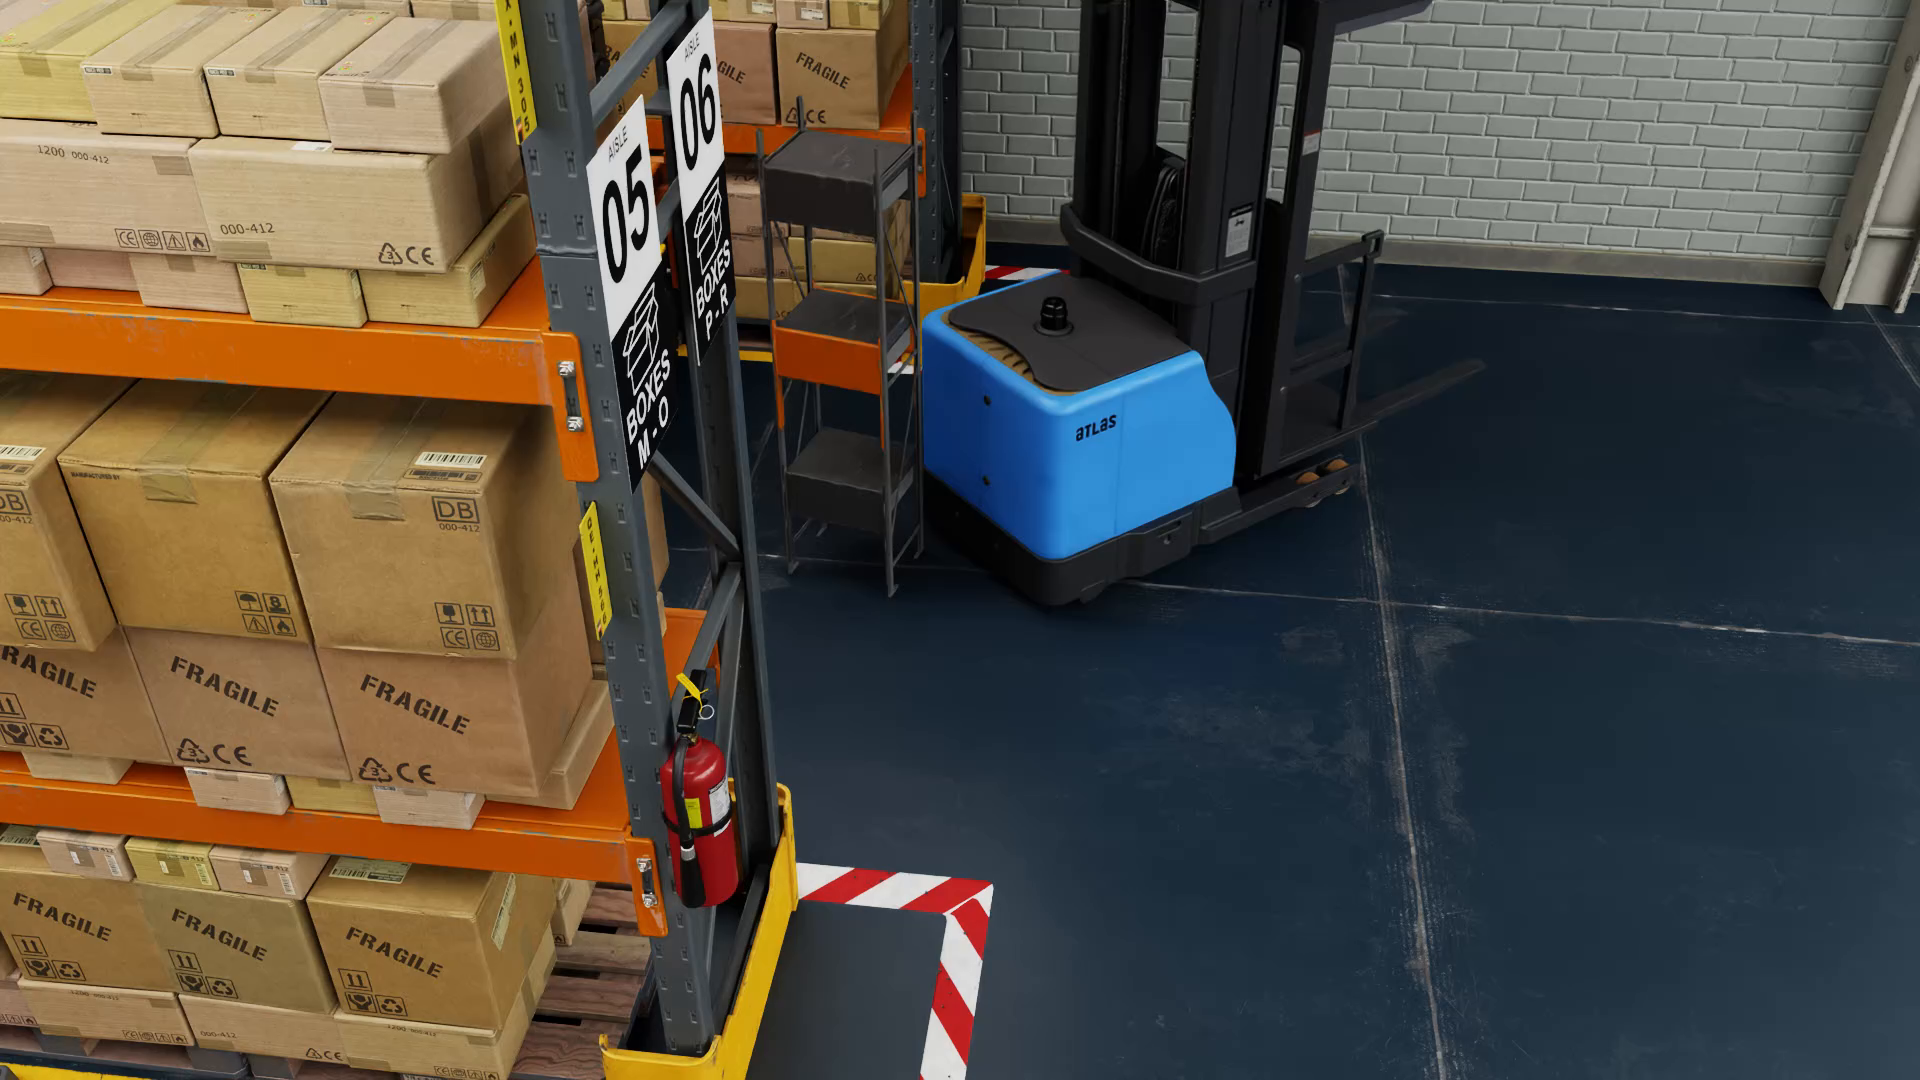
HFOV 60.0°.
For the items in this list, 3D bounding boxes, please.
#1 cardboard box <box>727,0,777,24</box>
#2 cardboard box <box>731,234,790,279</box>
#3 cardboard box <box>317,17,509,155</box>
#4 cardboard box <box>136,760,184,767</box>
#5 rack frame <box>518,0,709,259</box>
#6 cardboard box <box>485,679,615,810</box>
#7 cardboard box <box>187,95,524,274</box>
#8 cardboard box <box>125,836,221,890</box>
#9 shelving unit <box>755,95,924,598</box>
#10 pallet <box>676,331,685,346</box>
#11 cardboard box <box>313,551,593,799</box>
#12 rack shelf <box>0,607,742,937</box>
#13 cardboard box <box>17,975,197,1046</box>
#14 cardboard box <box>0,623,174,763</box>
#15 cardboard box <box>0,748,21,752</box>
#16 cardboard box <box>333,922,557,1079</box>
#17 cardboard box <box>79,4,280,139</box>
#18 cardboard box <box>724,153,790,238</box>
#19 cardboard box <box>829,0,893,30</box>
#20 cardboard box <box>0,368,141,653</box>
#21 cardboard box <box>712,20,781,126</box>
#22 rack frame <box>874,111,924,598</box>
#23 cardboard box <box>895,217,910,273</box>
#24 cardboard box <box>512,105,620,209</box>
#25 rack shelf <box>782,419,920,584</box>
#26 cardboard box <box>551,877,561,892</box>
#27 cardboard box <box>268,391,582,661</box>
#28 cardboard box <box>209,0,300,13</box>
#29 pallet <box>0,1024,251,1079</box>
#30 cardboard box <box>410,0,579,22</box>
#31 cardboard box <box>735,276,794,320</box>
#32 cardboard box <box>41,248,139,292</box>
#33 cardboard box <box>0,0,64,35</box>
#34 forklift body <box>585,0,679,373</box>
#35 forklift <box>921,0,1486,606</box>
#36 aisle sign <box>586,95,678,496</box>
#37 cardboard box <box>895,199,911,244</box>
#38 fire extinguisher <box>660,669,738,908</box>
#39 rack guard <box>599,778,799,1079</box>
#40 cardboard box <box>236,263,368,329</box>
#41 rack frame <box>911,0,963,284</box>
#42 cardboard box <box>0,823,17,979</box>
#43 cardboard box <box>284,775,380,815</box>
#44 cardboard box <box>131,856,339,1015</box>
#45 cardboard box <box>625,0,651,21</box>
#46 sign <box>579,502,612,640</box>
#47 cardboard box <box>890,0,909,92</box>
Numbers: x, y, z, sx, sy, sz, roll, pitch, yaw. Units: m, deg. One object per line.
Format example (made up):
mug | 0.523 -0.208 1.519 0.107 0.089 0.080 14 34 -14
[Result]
cardboard box | -0.997 -2.730 8.349 0.250 0.149 0.380 5 36 7
cardboard box | -1.130 -1.660 9.068 0.500 0.250 0.500 4 36 5
cardboard box | -1.113 -0.943 3.437 0.250 0.149 0.380 5 36 6
cardboard box | -2.150 0.465 4.732 0.250 0.149 0.380 5 36 7
rack frame | -0.740 -2.087 2.928 0.127 3.000 1.000 4 36 6
cardboard box | -1.138 0.553 4.609 0.250 0.149 0.380 5 36 8
cardboard box | -1.281 -0.808 3.592 0.500 0.250 0.500 4 36 5
cardboard box | -2.189 0.816 4.826 0.250 0.149 0.380 5 36 7
shelving unit | -0.473 -0.757 7.003 0.503 2.100 0.431 12 37 16
pallet | -2.082 -1.494 9.662 1.213 0.211 1.003 4 36 6
cardboard box | -1.313 0.312 4.389 0.500 0.500 0.500 4 36 5
rack shelf | -2.723 0.500 5.087 4.000 0.370 1.077 4 36 6
cardboard box | -2.608 1.320 5.324 0.500 0.250 0.500 3 36 4
cardboard box | -2.305 0.233 4.499 0.500 0.500 0.500 4 36 6
cardboard box | -2.651 0.429 4.784 0.250 0.149 0.380 4 36 6
cardboard box | -1.599 1.397 5.216 0.500 0.250 0.500 4 36 6
cardboard box | -1.619 -0.993 3.506 0.250 0.149 0.380 4 36 5
cardboard box | -1.115 -1.853 8.909 0.500 0.250 0.500 5 36 7
cardboard box | -0.491 -2.674 8.270 0.250 0.149 0.380 5 36 7
cardboard box | -2.294 -0.146 4.169 0.500 0.500 0.700 4 36 5
cardboard box | -1.146 -2.475 8.549 0.500 0.500 0.500 5 36 7
rack frame | -0.244 -0.708 6.934 0.015 2.100 0.400 12 37 16
cardboard box | -0.573 -1.706 9.564 0.500 0.250 0.500 4 36 6
cardboard box | -1.027 -0.975 4.168 0.250 0.149 0.380 4 36 6
rack shelf | -0.473 -0.176 7.417 0.480 0.518 0.431 12 37 16
cardboard box | -1.528 0.778 5.438 0.500 0.500 0.500 3 36 4
cardboard box | -1.274 -0.126 4.141 0.500 0.500 0.700 3 36 5
cardboard box | -1.558 -1.295 3.931 0.250 0.149 0.380 4 36 6
pallet | -2.823 1.312 5.730 1.213 0.211 1.003 4 36 6
cardboard box | -1.066 -1.232 3.842 0.250 0.149 0.380 4 36 6
cardboard box | -1.109 -1.452 9.208 0.500 0.250 0.500 4 36 6
cardboard box | -1.882 -0.725 3.818 0.250 0.149 0.380 5 36 6
cardboard box | -2.106 -1.063 3.605 0.250 0.149 0.380 4 36 6
forklift body | -2.224 -1.249 7.648 1.214 2.155 2.313 4 36 6
forklift | 1.312 -1.579 7.439 3.031 2.935 1.130 -22 41 -28
aisle sign | -0.715 -0.531 3.675 0.004 0.787 0.394 4 36 6
cardboard box | -0.551 -1.915 9.426 0.500 0.250 0.500 5 36 7
fire extinguisher | -0.685 0.661 4.309 0.183 0.674 0.296 4 36 6
rack guard | -0.815 1.367 5.404 0.348 0.500 1.175 4 36 6
cardboard box | -1.380 -0.628 3.682 0.250 0.149 0.380 5 36 6
rack frame | -0.111 -2.505 8.678 0.127 3.000 1.000 4 36 6
cardboard box | -3.110 0.974 5.164 0.500 0.500 0.500 6 36 8
cardboard box | -1.655 0.567 4.590 0.250 0.149 0.380 4 36 5
cardboard box | -2.085 1.052 5.053 0.500 0.500 0.500 6 36 8
cardboard box | -1.513 -2.748 8.374 0.250 0.149 0.380 3 36 4
sign | -0.830 0.073 3.796 0.005 0.325 0.100 4 36 6
cardboard box | -0.567 -2.743 8.925 0.500 0.500 0.500 5 36 7
